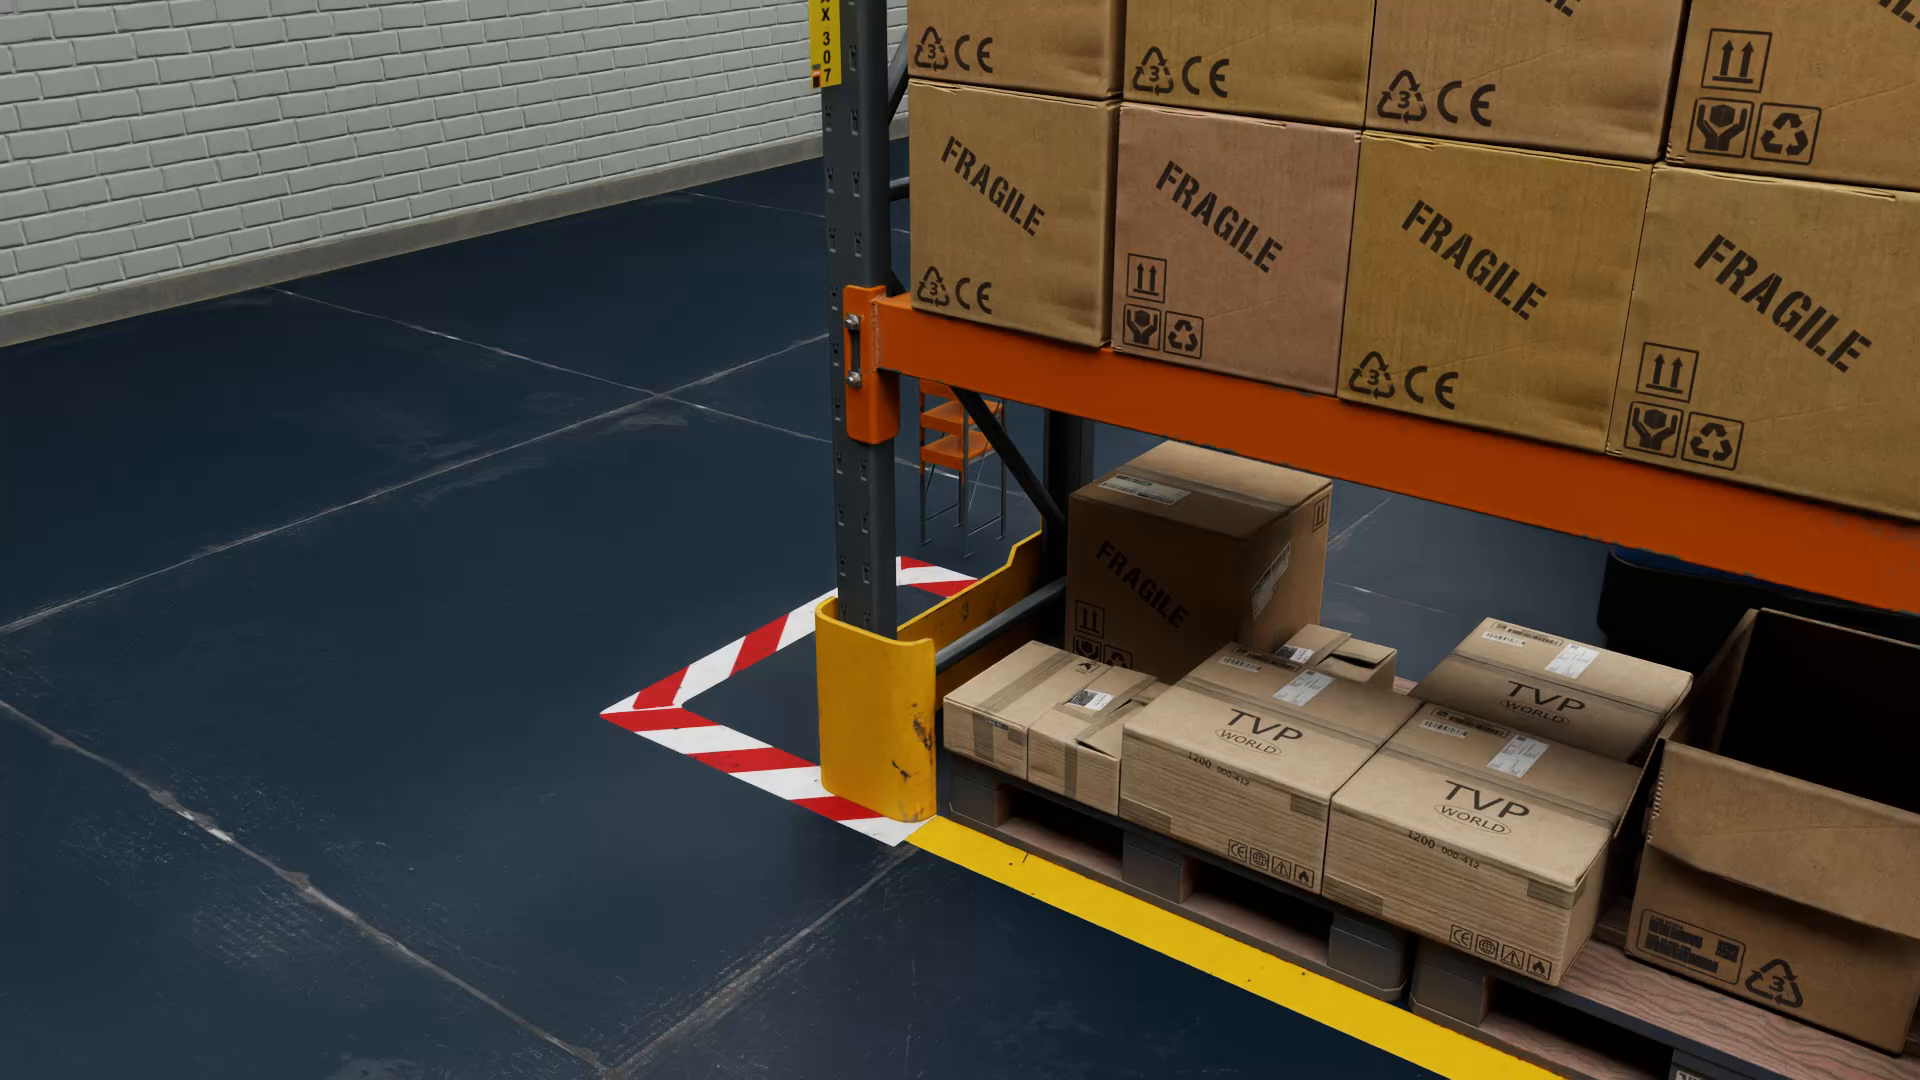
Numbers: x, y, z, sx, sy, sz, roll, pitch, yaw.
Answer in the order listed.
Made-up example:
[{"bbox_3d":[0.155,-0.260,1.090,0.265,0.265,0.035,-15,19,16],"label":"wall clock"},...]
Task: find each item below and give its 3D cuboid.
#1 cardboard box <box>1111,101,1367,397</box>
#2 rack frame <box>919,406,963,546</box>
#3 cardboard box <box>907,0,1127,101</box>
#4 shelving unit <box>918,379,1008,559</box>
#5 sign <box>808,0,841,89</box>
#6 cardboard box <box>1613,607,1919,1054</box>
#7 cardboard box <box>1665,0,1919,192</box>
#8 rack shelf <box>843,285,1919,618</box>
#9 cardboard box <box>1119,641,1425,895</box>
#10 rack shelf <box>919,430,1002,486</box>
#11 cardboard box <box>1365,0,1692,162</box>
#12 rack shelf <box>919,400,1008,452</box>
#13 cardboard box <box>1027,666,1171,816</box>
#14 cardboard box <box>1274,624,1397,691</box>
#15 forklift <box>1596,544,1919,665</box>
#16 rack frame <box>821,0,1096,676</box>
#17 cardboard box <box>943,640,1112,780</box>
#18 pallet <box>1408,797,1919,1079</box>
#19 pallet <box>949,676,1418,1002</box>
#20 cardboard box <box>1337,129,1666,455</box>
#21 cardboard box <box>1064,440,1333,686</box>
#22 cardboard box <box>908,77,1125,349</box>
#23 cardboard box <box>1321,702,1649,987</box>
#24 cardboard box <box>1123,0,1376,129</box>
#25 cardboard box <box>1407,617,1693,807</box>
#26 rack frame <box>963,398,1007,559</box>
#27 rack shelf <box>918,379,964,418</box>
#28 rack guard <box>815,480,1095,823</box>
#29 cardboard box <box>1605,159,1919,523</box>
[{"bbox_3d":[0.654,-0.635,3.346,0.500,0.500,0.500,16,29,33],"label":"cardboard box"},{"bbox_3d":[-0.062,-0.568,5.550,0.006,1.200,0.240,17,29,33],"label":"rack frame"},{"bbox_3d":[0.238,-1.215,3.424,0.500,0.500,0.500,18,29,35],"label":"cardboard box"},{"bbox_3d":[0.012,-0.546,5.500,0.189,1.200,0.258,17,29,33],"label":"shelving unit"},{"bbox_3d":[-0.285,-1.125,3.510,0.005,0.325,0.100,17,29,33],"label":"sign"},{"bbox_3d":[1.735,0.551,3.329,0.637,0.503,0.797,17,29,33],"label":"cardboard box"},{"bbox_3d":[1.465,-0.846,2.586,0.500,0.500,0.500,17,29,33],"label":"cardboard box"},{"bbox_3d":[1.641,-0.092,3.130,4.000,0.370,1.077,17,29,33],"label":"rack shelf"},{"bbox_3d":[0.706,0.497,3.767,0.500,0.250,0.500,17,29,33],"label":"cardboard box"},{"bbox_3d":[0.012,-0.285,5.615,0.180,0.103,0.258,17,29,33],"label":"rack shelf"},{"bbox_3d":[1.058,-0.969,2.864,0.500,0.500,0.500,17,29,34],"label":"cardboard box"},{"bbox_3d":[0.012,-0.395,5.566,0.180,0.103,0.258,17,29,33],"label":"rack shelf"},{"bbox_3d":[0.370,0.463,3.946,0.250,0.166,0.380,17,29,33],"label":"cardboard box"},{"bbox_3d":[0.894,0.370,4.159,0.250,0.166,0.380,17,29,33],"label":"cardboard box"},{"bbox_3d":[3.472,-0.931,4.227,3.031,2.935,1.130,10,26,22],"label":"forklift"},{"bbox_3d":[0.041,-0.904,4.082,0.127,3.000,1.000,17,29,33],"label":"rack frame"},{"bbox_3d":[0.170,0.411,4.087,0.250,0.149,0.380,17,29,33],"label":"cardboard box"},{"bbox_3d":[1.712,0.878,3.496,1.213,0.211,1.003,17,29,33],"label":"pallet"},{"bbox_3d":[0.740,0.583,4.166,1.213,0.211,1.003,17,29,33],"label":"pallet"},{"bbox_3d":[1.054,-0.512,3.069,0.500,0.500,0.500,17,29,33],"label":"cardboard box"},{"bbox_3d":[0.624,0.090,4.380,0.500,0.500,0.500,17,29,33],"label":"cardboard box"},{"bbox_3d":[0.238,-0.758,3.626,0.500,0.500,0.500,18,29,34],"label":"cardboard box"},{"bbox_3d":[1.106,0.617,3.493,0.500,0.250,0.500,17,29,33],"label":"cardboard box"},{"bbox_3d":[0.661,-1.091,3.143,0.500,0.500,0.500,17,29,34],"label":"cardboard box"},{"bbox_3d":[1.366,0.444,3.887,0.500,0.250,0.500,17,29,33],"label":"cardboard box"},{"bbox_3d":[0.085,-0.523,5.450,0.006,1.200,0.240,17,29,33],"label":"rack frame"},{"bbox_3d":[0.012,-0.505,5.518,0.180,0.103,0.258,17,29,33],"label":"rack shelf"},{"bbox_3d":[0.102,0.258,4.545,0.348,0.500,1.175,17,29,33],"label":"rack guard"},{"bbox_3d":[1.453,-0.391,2.793,0.500,0.500,0.500,17,29,34],"label":"cardboard box"}]
